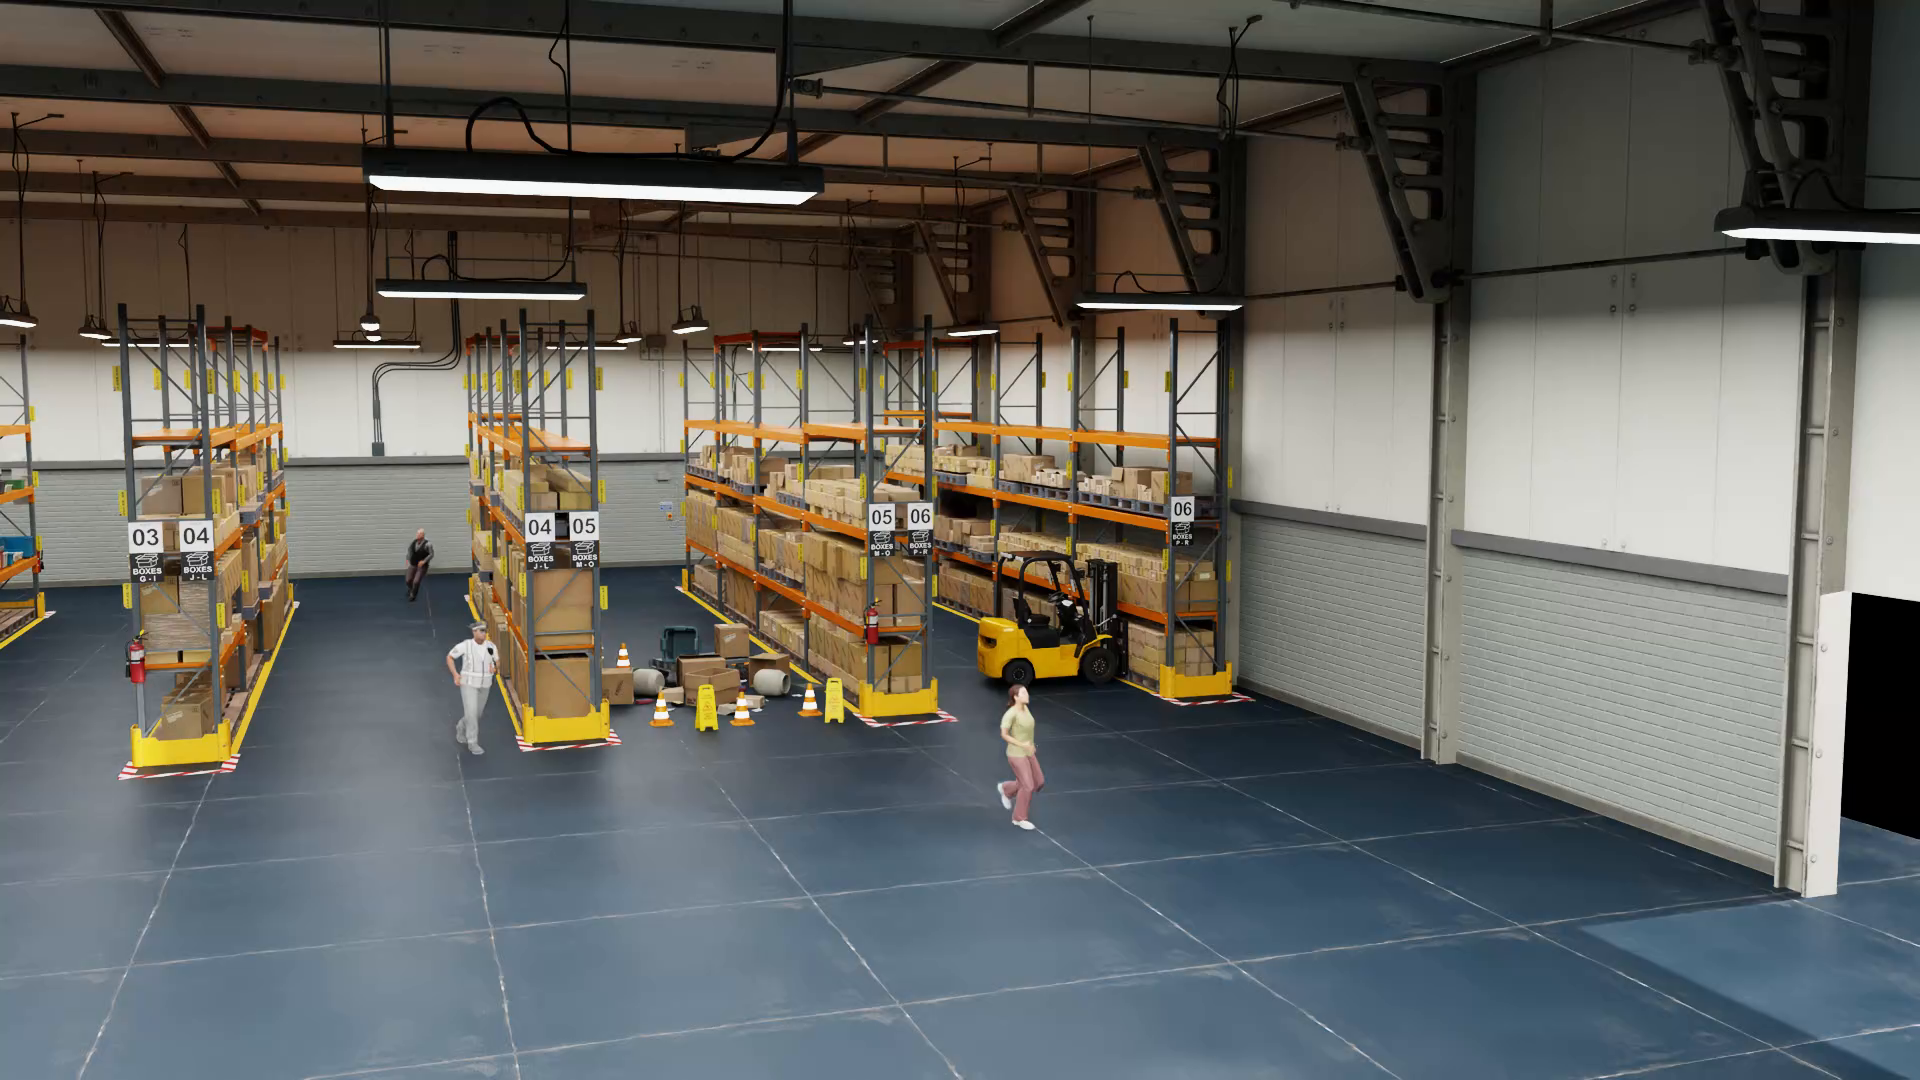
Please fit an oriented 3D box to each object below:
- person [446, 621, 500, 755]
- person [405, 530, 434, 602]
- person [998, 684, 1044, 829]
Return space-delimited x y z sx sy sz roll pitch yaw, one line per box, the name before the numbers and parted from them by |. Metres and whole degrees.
person | -6.570 1.964 22.640 0.693 1.748 0.958 -5 7 -42
person | -12.379 0.580 38.005 0.780 1.655 0.574 0 5 5
person | 0.649 2.448 18.765 0.579 1.586 0.610 3 6 31
